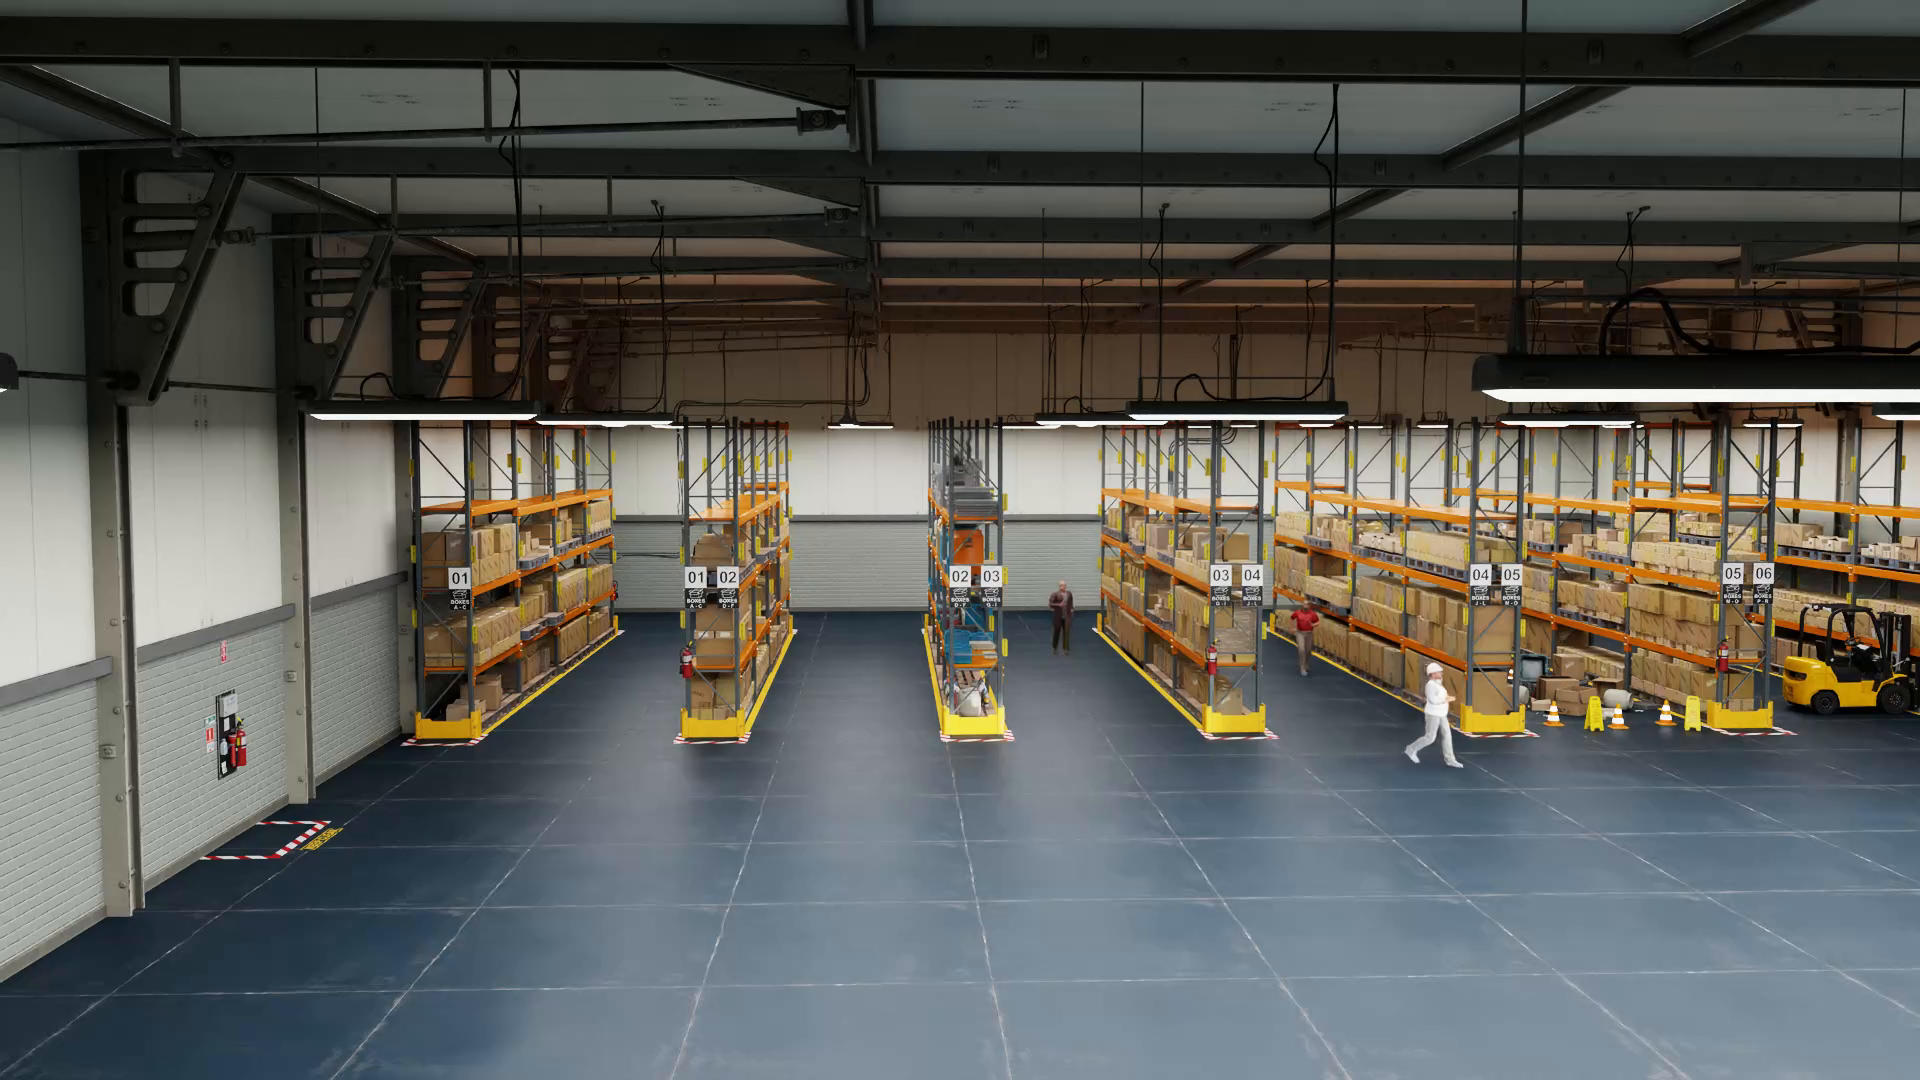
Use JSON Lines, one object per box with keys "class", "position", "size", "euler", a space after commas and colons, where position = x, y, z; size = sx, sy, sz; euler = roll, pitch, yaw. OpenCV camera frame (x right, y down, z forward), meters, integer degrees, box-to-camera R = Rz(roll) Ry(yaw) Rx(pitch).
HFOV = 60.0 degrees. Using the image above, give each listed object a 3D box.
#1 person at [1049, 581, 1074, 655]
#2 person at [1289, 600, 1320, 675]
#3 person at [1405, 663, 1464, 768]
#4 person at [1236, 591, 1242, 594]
{"class": "person", "position": [2.470, 1.912, 40.358], "size": [0.703, 1.828, 0.983], "euler": [-1, 4, -15]}
{"class": "person", "position": [8.150, 2.274, 39.280], "size": [0.666, 1.727, 0.964], "euler": [0, 4, 0]}
{"class": "person", "position": [8.083, 2.969, 28.275], "size": [0.971, 1.758, 0.657], "euler": [2, 4, 32]}
{"class": "person", "position": [7.790, 1.896, 45.760], "size": [0.598, 1.700, 0.895], "euler": [0, 4, 1]}
